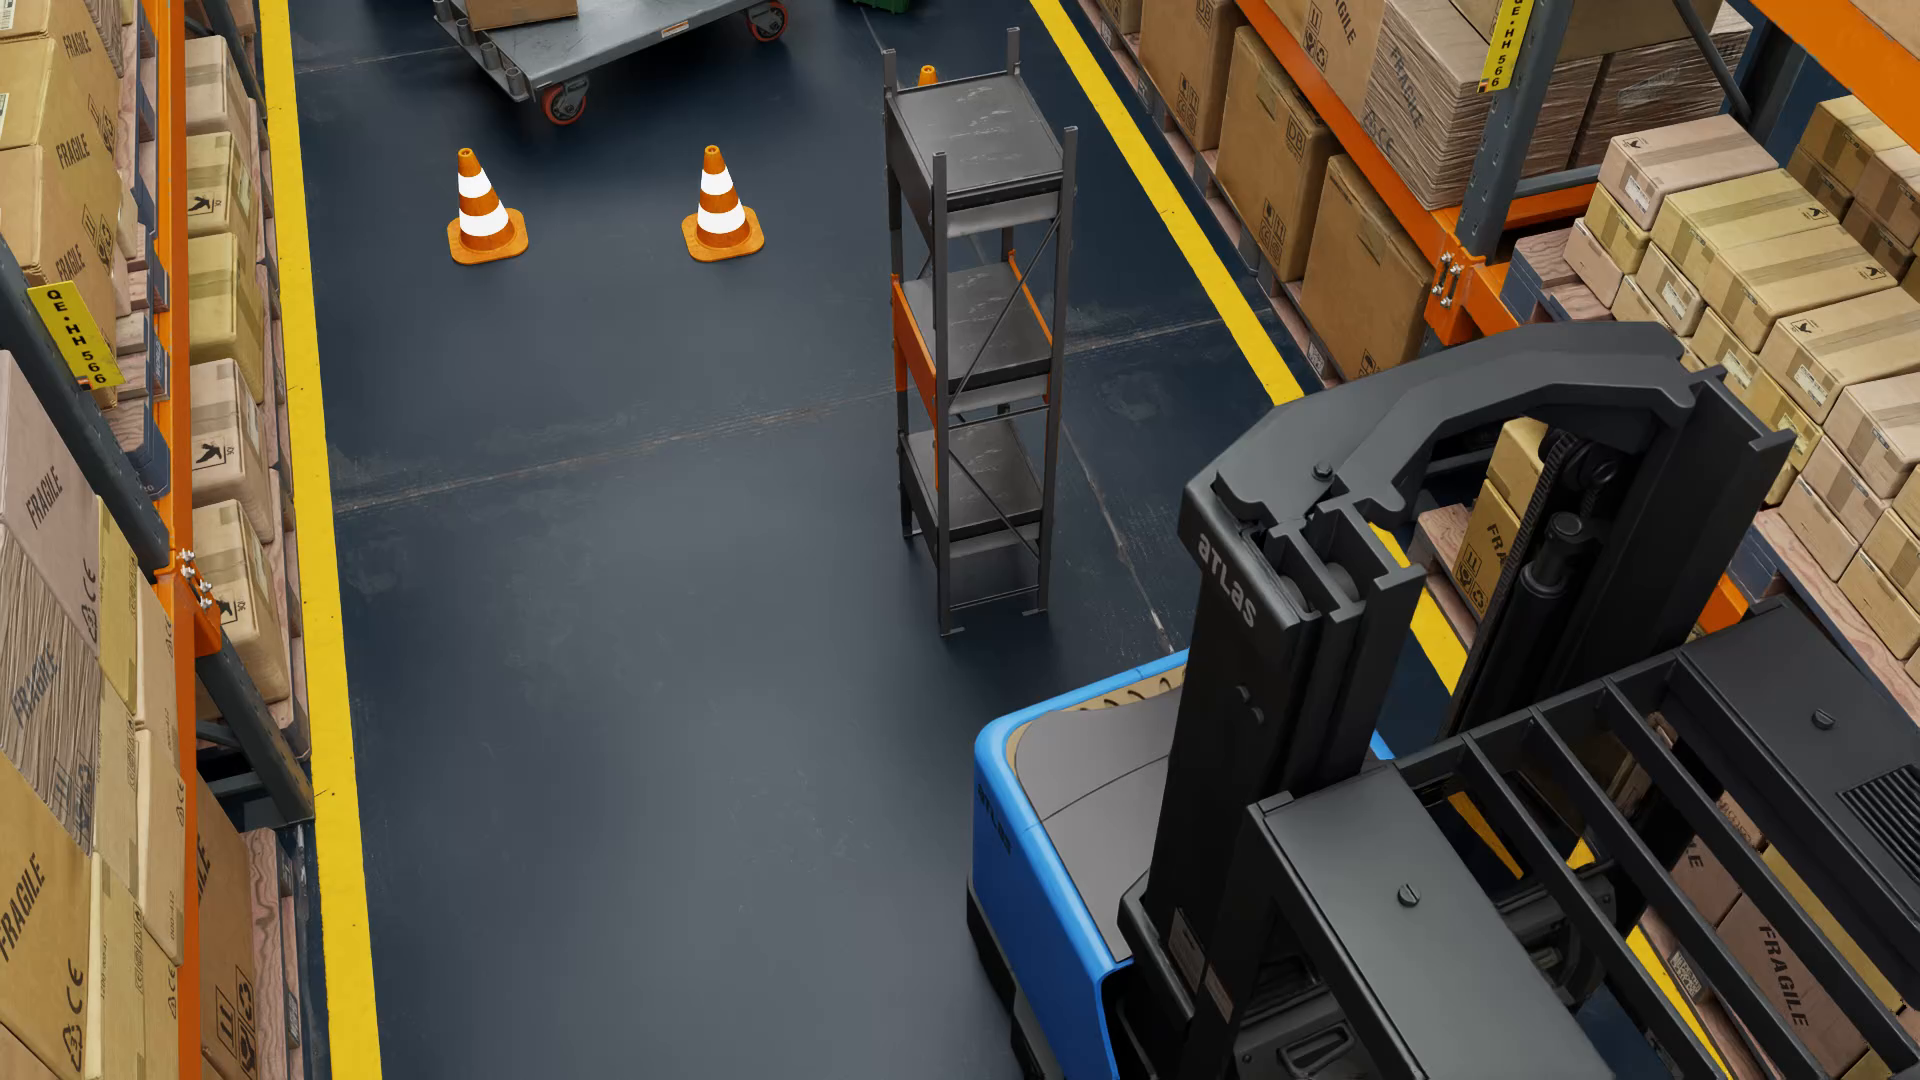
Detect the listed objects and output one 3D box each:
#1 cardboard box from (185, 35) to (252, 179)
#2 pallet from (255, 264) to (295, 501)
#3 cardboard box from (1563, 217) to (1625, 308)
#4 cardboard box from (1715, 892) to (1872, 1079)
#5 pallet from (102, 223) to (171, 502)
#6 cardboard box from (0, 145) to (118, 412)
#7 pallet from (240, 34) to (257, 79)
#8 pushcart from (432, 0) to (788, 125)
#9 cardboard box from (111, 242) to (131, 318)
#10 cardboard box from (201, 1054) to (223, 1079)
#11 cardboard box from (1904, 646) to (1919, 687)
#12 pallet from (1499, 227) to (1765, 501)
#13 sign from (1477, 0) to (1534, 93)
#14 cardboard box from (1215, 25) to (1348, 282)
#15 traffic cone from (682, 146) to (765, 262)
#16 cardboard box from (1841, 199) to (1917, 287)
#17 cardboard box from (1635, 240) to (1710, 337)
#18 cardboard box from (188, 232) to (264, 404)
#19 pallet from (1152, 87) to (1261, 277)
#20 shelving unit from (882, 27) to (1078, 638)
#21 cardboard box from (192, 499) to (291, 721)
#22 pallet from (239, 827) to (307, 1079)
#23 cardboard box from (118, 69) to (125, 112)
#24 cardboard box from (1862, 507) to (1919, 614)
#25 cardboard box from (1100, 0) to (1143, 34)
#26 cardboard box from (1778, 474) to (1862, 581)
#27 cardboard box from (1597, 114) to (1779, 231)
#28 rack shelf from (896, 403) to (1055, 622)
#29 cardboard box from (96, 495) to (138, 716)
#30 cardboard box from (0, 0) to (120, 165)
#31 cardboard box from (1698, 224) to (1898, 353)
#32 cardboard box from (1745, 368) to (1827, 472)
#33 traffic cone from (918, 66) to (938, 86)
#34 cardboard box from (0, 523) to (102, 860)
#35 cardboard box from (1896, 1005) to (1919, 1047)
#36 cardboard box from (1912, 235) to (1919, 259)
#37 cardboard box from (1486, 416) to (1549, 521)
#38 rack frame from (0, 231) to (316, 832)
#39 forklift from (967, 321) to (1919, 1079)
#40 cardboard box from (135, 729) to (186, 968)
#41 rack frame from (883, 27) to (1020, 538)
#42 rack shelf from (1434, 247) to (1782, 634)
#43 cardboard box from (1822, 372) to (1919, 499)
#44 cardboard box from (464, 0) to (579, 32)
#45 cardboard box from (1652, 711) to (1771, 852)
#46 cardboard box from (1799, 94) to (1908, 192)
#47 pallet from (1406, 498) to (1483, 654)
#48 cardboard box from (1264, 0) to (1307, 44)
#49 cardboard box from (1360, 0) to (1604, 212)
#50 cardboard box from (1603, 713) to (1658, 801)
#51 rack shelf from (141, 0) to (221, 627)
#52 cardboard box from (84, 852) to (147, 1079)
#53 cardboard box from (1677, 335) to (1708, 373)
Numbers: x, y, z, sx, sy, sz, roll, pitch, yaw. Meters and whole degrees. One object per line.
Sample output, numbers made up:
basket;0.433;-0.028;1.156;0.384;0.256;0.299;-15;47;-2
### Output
cardboard box;-3.641;-1.805;7.254;0.950;0.372;0.625;-13;51;-11
pallet;-3.203;-0.540;6.567;1.003;0.211;1.213;-13;51;-11
cardboard box;2.022;-0.853;4.897;0.380;0.149;0.250;-14;51;-11
cardboard box;2.507;1.187;4.648;0.500;0.500;0.500;-14;51;-12
pallet;-2.929;-0.413;4.761;1.213;0.211;1.003;-13;51;-11
cardboard box;-2.528;-0.622;4.278;0.500;0.500;0.500;-15;51;-12
pallet;-4.031;-2.483;8.205;1.003;0.211;1.213;-13;51;-11
pushcart;-1.636;-2.606;8.200;1.648;0.377;0.936;-30;56;-23
cardboard box;-2.623;-0.736;4.798;0.380;0.149;0.250;-16;52;-13
cardboard box;-2.231;1.747;3.930;0.875;0.875;0.875;-13;51;-11
cardboard box;2.492;0.305;3.920;0.380;0.149;0.250;-15;51;-12
pallet;2.395;-0.613;4.930;1.213;0.211;1.003;-13;51;-11
sign;1.554;-1.416;4.725;0.100;0.325;0.005;-13;51;-11
cardboard box;1.727;-1.684;6.905;1.050;0.750;0.750;-13;51;-10
traffic cone;-1.054;-1.507;7.218;0.336;0.463;0.334;-13;51;-11
cardboard box;2.744;-0.869;4.716;0.380;0.149;0.250;-12;51;-10
cardboard box;2.116;-0.725;4.594;0.380;0.149;0.250;-11;51;-9
cardboard box;-3.218;-0.774;6.384;0.950;0.372;0.625;-12;51;-10
pallet;1.564;-1.754;7.591;1.003;0.211;1.213;-13;51;-11
shelving unit;0.049;-0.556;5.345;0.431;2.100;0.503;-13;51;-11
cardboard box;-2.774;0.319;5.463;0.950;0.372;0.625;-16;52;-13
pallet;-2.455;1.514;4.836;1.003;0.211;1.213;-13;51;-11
cardboard box;-2.966;-1.503;5.445;0.380;0.149;0.250;-12;51;-10
cardboard box;2.416;0.017;3.968;0.380;0.149;0.250;-14;51;-11
cardboard box;1.169;-3.070;8.073;1.050;0.750;0.750;-14;51;-11
cardboard box;2.344;-0.069;4.236;0.380;0.149;0.250;-12;51;-10
cardboard box;2.036;-1.033;4.659;0.380;0.149;0.250;-13;51;-11
rack shelf;0.049;-0.096;5.891;0.431;0.518;0.480;-13;51;-11
cardboard box;-2.230;0.206;3.886;0.500;0.250;0.500;-13;51;-11
cardboard box;-2.852;-1.388;4.923;0.500;0.500;0.500;-13;51;-10
cardboard box;2.185;-0.660;4.345;0.380;0.149;0.250;-14;51;-11
cardboard box;2.273;-0.347;4.276;0.380;0.149;0.250;-13;51;-11
traffic cone;-0.146;-1.954;7.594;0.336;0.463;0.334;-13;51;-11
cardboard box;-2.054;0.359;3.266;0.500;0.500;0.500;-13;51;-10
cardboard box;2.665;1.314;4.050;0.500;0.250;0.500;-11;51;-9
cardboard box;2.815;-0.788;4.453;0.380;0.149;0.250;-12;51;-10
cardboard box;2.055;-0.184;5.313;0.500;0.250;0.500;-15;52;-13
rack frame;-2.616;0.022;4.269;1.000;3.000;0.127;-13;51;-11
forklift;1.073;1.133;3.377;1.130;2.935;3.031;-18;52;-15
cardboard box;-2.052;0.751;3.753;0.500;0.250;0.500;-12;51;-10
rack frame;-0.023;-0.734;5.496;0.400;2.100;0.015;-13;51;-11
rack shelf;2.674;0.522;4.319;1.077;0.370;4.000;-13;51;-11
cardboard box;2.344;-0.269;4.016;0.380;0.149;0.250;-11;51;-9
cardboard box;-2.107;-2.762;7.756;0.500;0.500;0.500;-13;51;-11
cardboard box;2.339;0.551;4.694;0.500;0.250;0.500;-13;51;-11
cardboard box;2.666;-1.163;4.769;0.380;0.149;0.250;-15;52;-12
pallet;2.312;0.299;5.860;1.003;0.211;1.213;-13;51;-11
cardboard box;1.399;-2.201;6.078;0.500;0.500;0.500;-14;51;-12
cardboard box;1.693;-1.471;5.463;0.500;0.500;0.500;-13;51;-11
cardboard box;2.200;0.440;5.277;0.500;0.500;0.500;-13;51;-11
rack shelf;-3.207;-1.207;5.776;1.077;0.370;4.000;-13;51;-11
cardboard box;-1.904;0.949;3.260;0.500;0.250;0.500;-15;51;-12
cardboard box;2.182;-0.460;4.566;0.380;0.149;0.250;-11;51;-9
